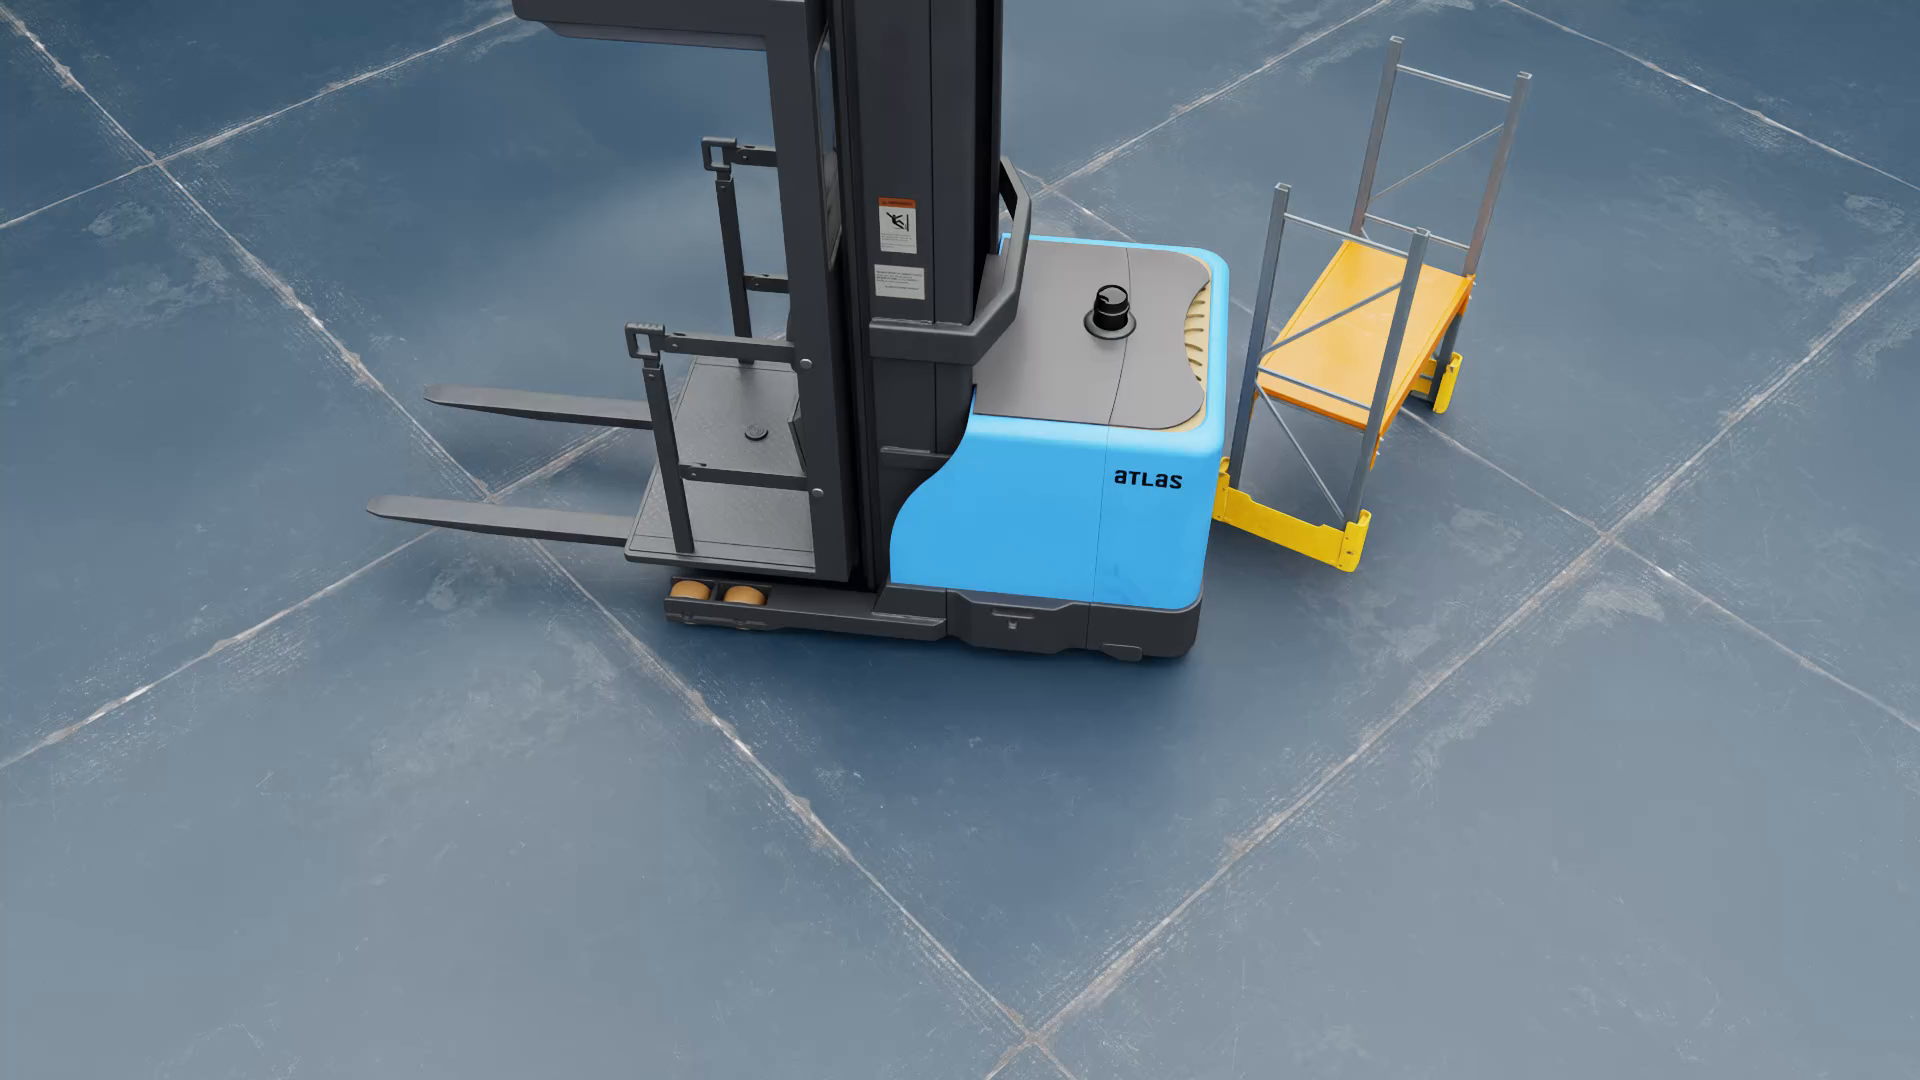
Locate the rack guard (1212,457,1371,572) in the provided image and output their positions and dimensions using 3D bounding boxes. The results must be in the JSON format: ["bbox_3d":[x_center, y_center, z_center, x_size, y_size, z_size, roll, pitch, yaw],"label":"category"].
[{"bbox_3d":[1.215,-0.095,6.168,0.587,0.250,0.087,23,51,20],"label":"rack guard"}]

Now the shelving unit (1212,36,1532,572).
[{"bbox_3d":[1.467,-0.834,5.999,0.587,1.500,1.083,23,51,20],"label":"shelving unit"}]

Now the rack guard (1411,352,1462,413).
[{"bbox_3d":[1.719,-0.726,6.750,0.587,0.250,0.087,23,51,20],"label":"rack guard"}]

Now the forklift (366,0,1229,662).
[{"bbox_3d":[-0.621,-1.053,5.227,3.031,2.935,1.130,5,48,5],"label":"forklift"}]

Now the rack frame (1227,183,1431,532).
[{"bbox_3d":[1.215,-0.518,5.708,0.500,1.500,0.032,23,51,20],"label":"rack frame"}]

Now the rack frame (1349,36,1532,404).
[{"bbox_3d":[1.729,-1.162,6.302,0.500,1.500,0.032,23,51,20],"label":"rack frame"}]

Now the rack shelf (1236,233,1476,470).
[{"bbox_3d":[1.472,-0.718,6.137,0.538,0.185,1.000,23,51,20],"label":"rack shelf"}]
